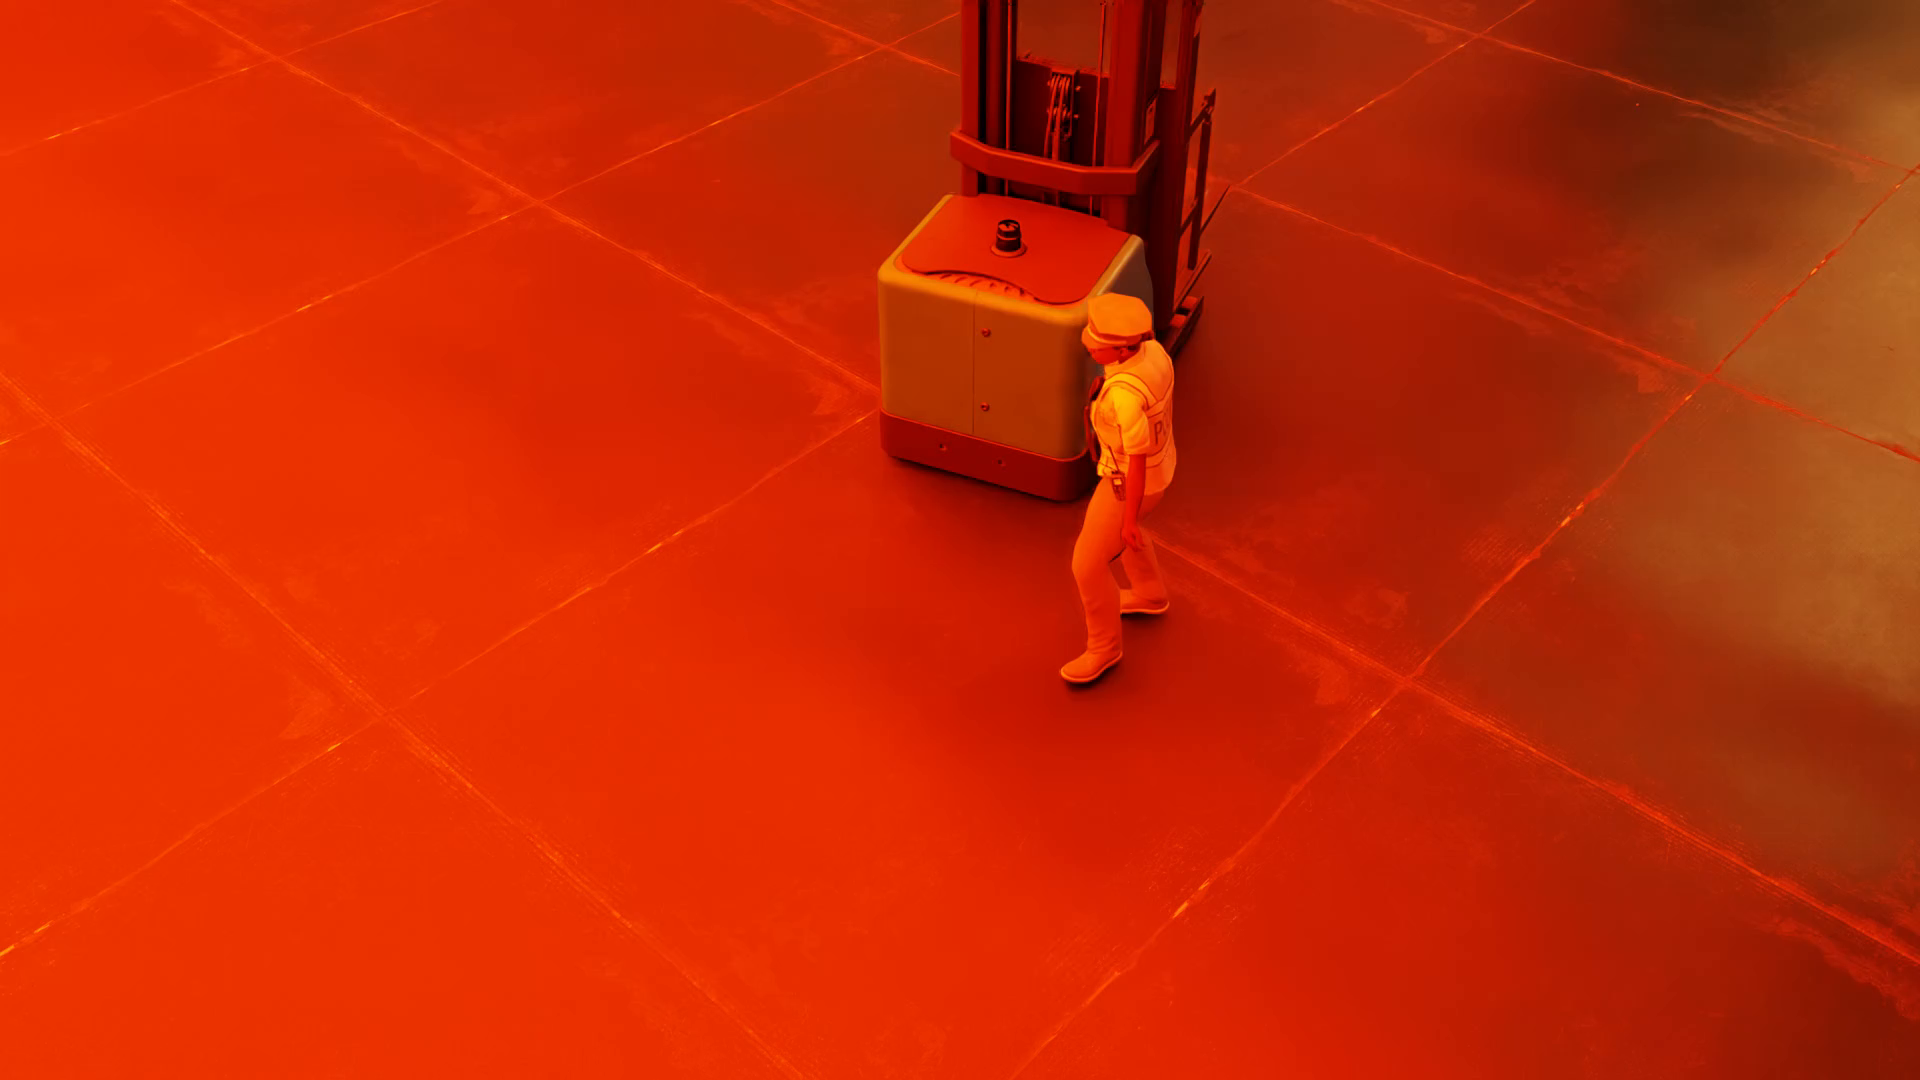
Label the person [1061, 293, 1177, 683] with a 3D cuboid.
[{"bbox_3d":[0.667,-0.241,6.670,0.415,1.628,0.801,11,42,12],"label":"person"}]

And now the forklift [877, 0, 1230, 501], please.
[{"bbox_3d":[0.671,-2.256,8.058,1.130,2.935,3.031,16,43,18],"label":"forklift"}]
